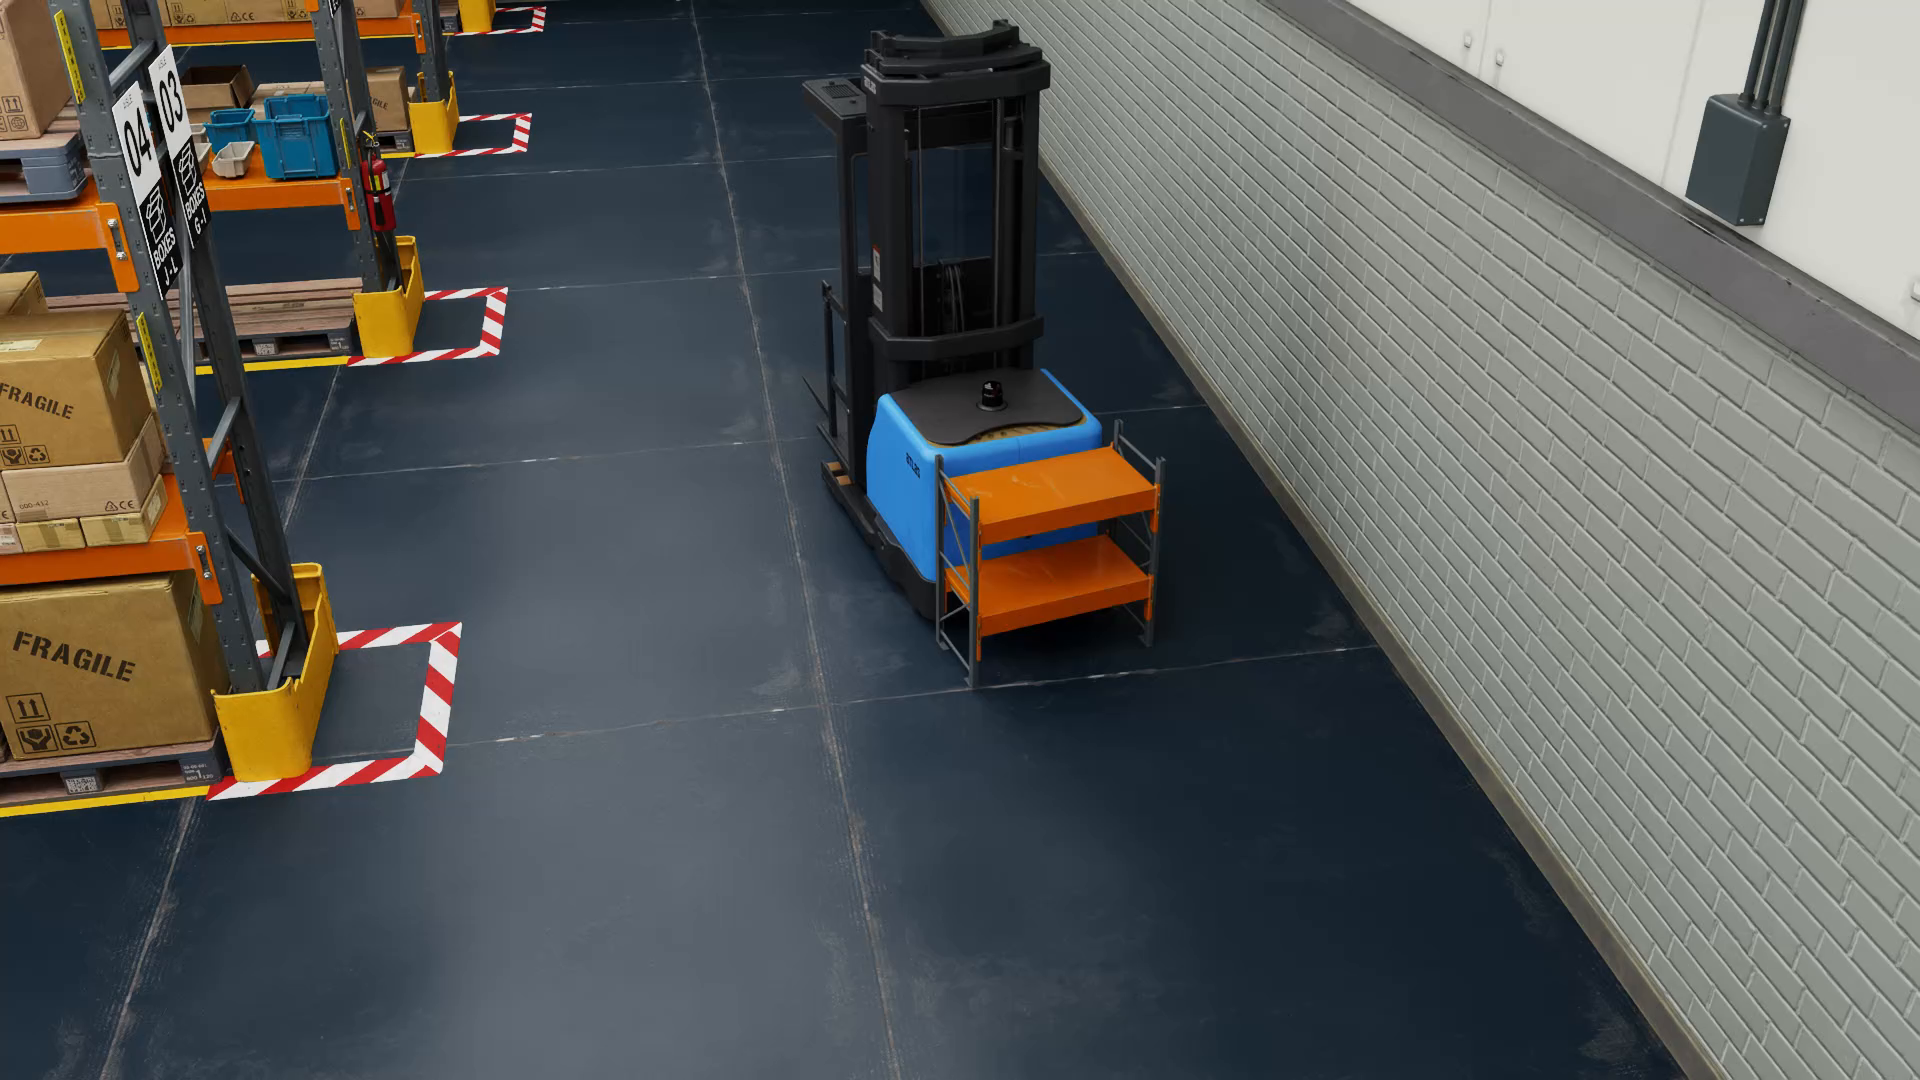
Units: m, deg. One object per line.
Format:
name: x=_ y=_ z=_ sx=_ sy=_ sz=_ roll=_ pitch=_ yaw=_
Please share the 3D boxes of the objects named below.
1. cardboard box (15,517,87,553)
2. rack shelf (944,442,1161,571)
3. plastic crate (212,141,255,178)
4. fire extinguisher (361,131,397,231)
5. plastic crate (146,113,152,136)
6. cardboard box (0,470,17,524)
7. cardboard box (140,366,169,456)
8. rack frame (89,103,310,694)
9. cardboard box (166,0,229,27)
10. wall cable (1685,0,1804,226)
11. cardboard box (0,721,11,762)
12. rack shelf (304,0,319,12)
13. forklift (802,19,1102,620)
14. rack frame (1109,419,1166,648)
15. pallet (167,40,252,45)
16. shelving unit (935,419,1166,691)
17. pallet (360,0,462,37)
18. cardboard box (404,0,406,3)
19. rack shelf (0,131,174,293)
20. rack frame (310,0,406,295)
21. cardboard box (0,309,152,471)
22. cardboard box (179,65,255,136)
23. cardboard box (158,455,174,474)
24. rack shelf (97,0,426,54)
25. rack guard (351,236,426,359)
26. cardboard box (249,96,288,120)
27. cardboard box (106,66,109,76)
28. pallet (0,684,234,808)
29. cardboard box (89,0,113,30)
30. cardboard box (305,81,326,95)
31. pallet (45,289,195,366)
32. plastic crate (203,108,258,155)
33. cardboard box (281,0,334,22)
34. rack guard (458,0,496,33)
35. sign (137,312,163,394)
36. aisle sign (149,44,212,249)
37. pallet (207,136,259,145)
cardboard box: x=-3.960 y=-0.109 z=7.339 sx=0.250 sy=0.149 sz=0.380 roll=-5 pitch=31 yaw=-8
rack shelf: x=0.452 y=-0.182 z=8.485 sx=1.000 sy=0.278 sz=0.538 roll=-12 pitch=33 yaw=-19
plastic crate: x=-5.075 y=-2.656 z=11.623 sx=0.243 sy=0.136 sz=0.396 roll=-5 pitch=31 yaw=-9
fire extinguisher: x=-4.076 y=-2.501 z=11.603 sx=0.183 sy=0.674 sz=0.296 roll=-5 pitch=31 yaw=-9
plastic crate: x=-5.903 y=-2.883 z=11.915 sx=0.300 sy=0.233 sz=0.416 roll=-5 pitch=31 yaw=-9
cardboard box: x=-4.342 y=-0.280 z=7.236 sx=0.500 sy=0.250 sz=0.500 roll=-6 pitch=31 yaw=-10
cardboard box: x=-3.934 y=-0.593 z=7.768 sx=0.500 sy=0.250 sz=0.500 roll=-6 pitch=31 yaw=-10
rack frame: x=-3.414 y=-0.439 z=7.651 sx=0.127 sy=3.000 sz=1.000 roll=-5 pitch=31 yaw=-9
cardboard box: x=-7.083 y=-5.107 z=15.492 sx=0.500 sy=0.500 sz=0.500 roll=-6 pitch=31 yaw=-10
wall cable: x=2.769 y=-3.209 z=3.271 sx=0.120 sy=5.999 sz=2.277 roll=-5 pitch=31 yaw=-9
cardboard box: x=-4.924 y=0.477 z=7.775 sx=0.875 sy=0.875 sz=0.875 roll=-5 pitch=31 yaw=-9
rack shelf: x=-6.273 y=-3.709 z=10.963 sx=4.000 sy=0.370 sz=1.077 roll=-5 pitch=31 yaw=-9
forklift: x=-0.224 y=-1.562 z=9.629 sx=1.130 sy=2.935 sz=3.031 roll=-11 pitch=32 yaw=-18
rack frame: x=0.920 y=-0.030 z=8.803 sx=0.032 sy=1.125 sz=0.500 roll=-12 pitch=33 yaw=-19
pallet: x=-9.263 y=-6.311 z=20.389 sx=1.213 sy=0.211 sz=1.003 roll=-5 pitch=31 yaw=-9
shelving unit: x=0.451 y=0.070 z=8.634 sx=1.048 sy=1.125 sz=0.538 roll=-12 pitch=33 yaw=-19
pallet: x=-6.863 y=-6.534 z=20.768 sx=1.213 sy=0.211 sz=1.003 roll=-5 pitch=31 yaw=-9
cardboard box: x=-5.678 y=-5.512 z=16.181 sx=0.500 sy=0.500 sz=0.500 roll=-5 pitch=31 yaw=-8
rack shelf: x=-5.381 y=-1.239 z=6.763 sx=4.000 sy=0.370 sz=1.077 roll=-5 pitch=31 yaw=-9
rack frame: x=-4.306 y=-2.908 z=11.851 sx=0.127 sy=3.000 sz=1.000 roll=-5 pitch=31 yaw=-9
cardboard box: x=-3.846 y=-0.650 z=7.125 sx=0.500 sy=0.500 sz=0.500 roll=-5 pitch=31 yaw=-8
cardboard box: x=-7.282 y=-4.301 z=16.248 sx=0.637 sy=0.503 sz=0.797 roll=-5 pitch=31 yaw=-9
cardboard box: x=-3.822 y=-0.463 z=7.940 sx=0.250 sy=0.149 sz=0.380 roll=-5 pitch=31 yaw=-8
rack shelf: x=-7.162 y=-4.886 z=15.924 sx=4.000 sy=0.370 sz=1.077 roll=-5 pitch=31 yaw=-9
rack guard: x=-4.285 y=-1.839 z=12.499 sx=0.348 sy=0.500 sz=1.175 roll=-5 pitch=31 yaw=-9
cardboard box: x=-6.625 y=-4.138 z=16.222 sx=0.500 sy=0.250 sz=0.500 roll=-5 pitch=31 yaw=-9
cardboard box: x=-8.620 y=-4.319 z=16.282 sx=0.500 sy=0.500 sz=0.500 roll=-5 pitch=31 yaw=-9
pallet: x=-4.186 y=0.875 z=8.168 sx=1.213 sy=0.211 sz=1.003 roll=-5 pitch=31 yaw=-9
cardboard box: x=-8.075 y=-5.015 z=15.336 sx=0.500 sy=0.500 sz=0.500 roll=-5 pitch=31 yaw=-8
cardboard box: x=-6.272 y=-4.429 z=16.716 sx=0.500 sy=0.250 sz=0.500 roll=-5 pitch=31 yaw=-9
pallet: x=-6.322 y=-1.541 z=12.276 sx=1.213 sy=0.211 sz=1.003 roll=-5 pitch=31 yaw=-9
plastic crate: x=-5.256 y=-2.943 z=12.017 sx=0.300 sy=0.233 sz=0.416 roll=-5 pitch=31 yaw=-9
cardboard box: x=-6.096 y=-5.196 z=15.643 sx=0.500 sy=0.500 sz=0.500 roll=-5 pitch=31 yaw=-8
rack guard: x=-6.067 y=-6.772 z=20.889 sx=0.348 sy=0.500 sz=1.175 roll=-5 pitch=31 yaw=-9
sign: x=-3.330 y=-0.768 z=6.836 sx=0.005 sy=0.325 sz=0.100 roll=-5 pitch=31 yaw=-9
aisle sign: x=-3.397 y=-1.716 z=7.258 sx=0.004 sy=0.787 sz=0.394 roll=-5 pitch=31 yaw=-9
pallet: x=-7.251 y=-3.986 z=16.436 sx=1.213 sy=0.211 sz=1.003 roll=-5 pitch=31 yaw=-9
